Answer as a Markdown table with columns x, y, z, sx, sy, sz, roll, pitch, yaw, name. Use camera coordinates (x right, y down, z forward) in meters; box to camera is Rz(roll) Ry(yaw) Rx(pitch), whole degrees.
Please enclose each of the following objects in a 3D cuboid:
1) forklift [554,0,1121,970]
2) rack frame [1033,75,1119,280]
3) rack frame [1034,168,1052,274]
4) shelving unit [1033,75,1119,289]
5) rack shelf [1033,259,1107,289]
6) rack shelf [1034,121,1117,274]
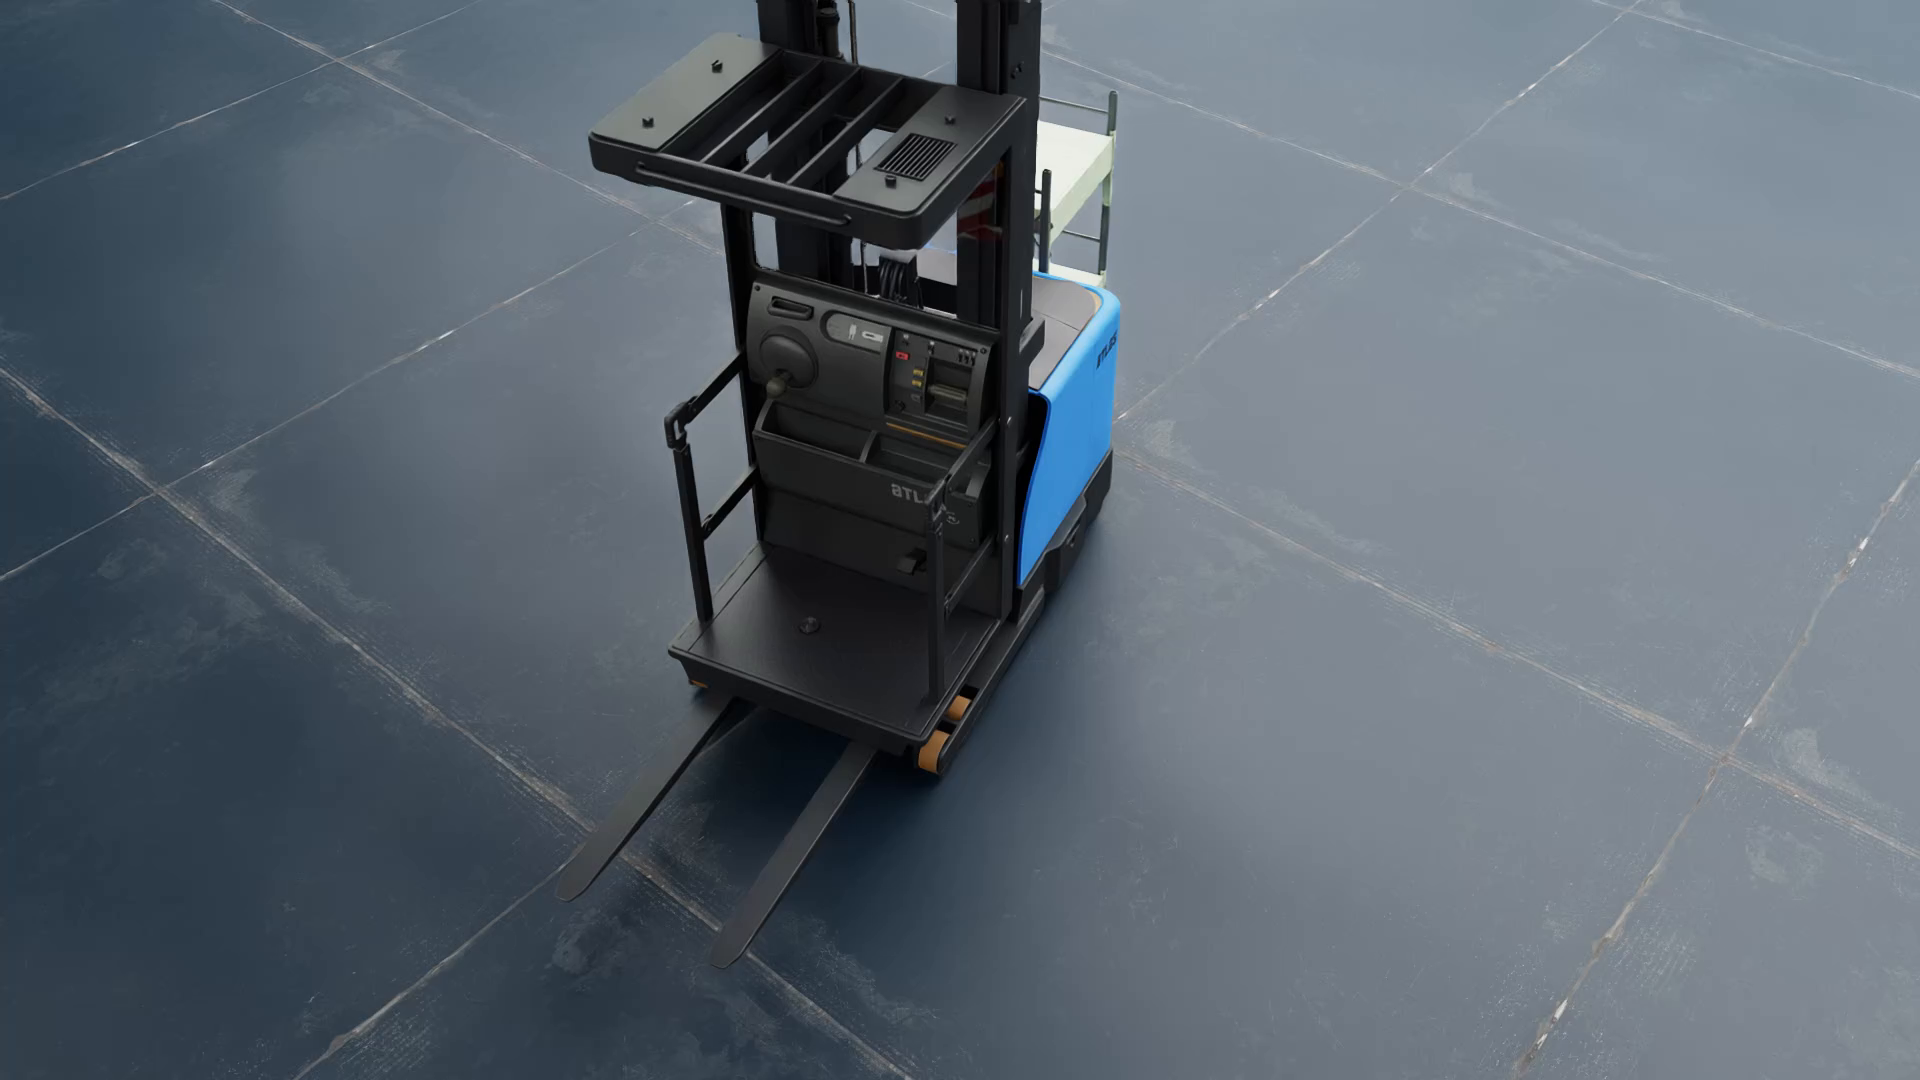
| x | y | z | sx | sy | sz | roll | pitch | yaw | name |
| --- | --- | --- | --- | --- | --- | --- | --- | --- | --- |
| -0.418 | -0.544 | 5.669 | 1.130 | 2.935 | 3.031 | 18 | 45 | 18 | forklift |
| 0.496 | -1.419 | 7.696 | 0.400 | 1.500 | 0.023 | 18 | 45 | 18 | rack frame |
| 0.182 | -0.974 | 7.206 | 0.400 | 1.500 | 0.023 | 18 | 45 | 18 | rack frame |
| 0.339 | -1.196 | 7.451 | 0.431 | 1.500 | 0.755 | 18 | 45 | 18 | shelving unit |
| 0.339 | -0.955 | 7.670 | 0.431 | 0.370 | 0.720 | 18 | 45 | 18 | rack shelf |
| 0.339 | -1.485 | 7.188 | 0.431 | 0.370 | 0.720 | 18 | 45 | 18 | rack shelf |
